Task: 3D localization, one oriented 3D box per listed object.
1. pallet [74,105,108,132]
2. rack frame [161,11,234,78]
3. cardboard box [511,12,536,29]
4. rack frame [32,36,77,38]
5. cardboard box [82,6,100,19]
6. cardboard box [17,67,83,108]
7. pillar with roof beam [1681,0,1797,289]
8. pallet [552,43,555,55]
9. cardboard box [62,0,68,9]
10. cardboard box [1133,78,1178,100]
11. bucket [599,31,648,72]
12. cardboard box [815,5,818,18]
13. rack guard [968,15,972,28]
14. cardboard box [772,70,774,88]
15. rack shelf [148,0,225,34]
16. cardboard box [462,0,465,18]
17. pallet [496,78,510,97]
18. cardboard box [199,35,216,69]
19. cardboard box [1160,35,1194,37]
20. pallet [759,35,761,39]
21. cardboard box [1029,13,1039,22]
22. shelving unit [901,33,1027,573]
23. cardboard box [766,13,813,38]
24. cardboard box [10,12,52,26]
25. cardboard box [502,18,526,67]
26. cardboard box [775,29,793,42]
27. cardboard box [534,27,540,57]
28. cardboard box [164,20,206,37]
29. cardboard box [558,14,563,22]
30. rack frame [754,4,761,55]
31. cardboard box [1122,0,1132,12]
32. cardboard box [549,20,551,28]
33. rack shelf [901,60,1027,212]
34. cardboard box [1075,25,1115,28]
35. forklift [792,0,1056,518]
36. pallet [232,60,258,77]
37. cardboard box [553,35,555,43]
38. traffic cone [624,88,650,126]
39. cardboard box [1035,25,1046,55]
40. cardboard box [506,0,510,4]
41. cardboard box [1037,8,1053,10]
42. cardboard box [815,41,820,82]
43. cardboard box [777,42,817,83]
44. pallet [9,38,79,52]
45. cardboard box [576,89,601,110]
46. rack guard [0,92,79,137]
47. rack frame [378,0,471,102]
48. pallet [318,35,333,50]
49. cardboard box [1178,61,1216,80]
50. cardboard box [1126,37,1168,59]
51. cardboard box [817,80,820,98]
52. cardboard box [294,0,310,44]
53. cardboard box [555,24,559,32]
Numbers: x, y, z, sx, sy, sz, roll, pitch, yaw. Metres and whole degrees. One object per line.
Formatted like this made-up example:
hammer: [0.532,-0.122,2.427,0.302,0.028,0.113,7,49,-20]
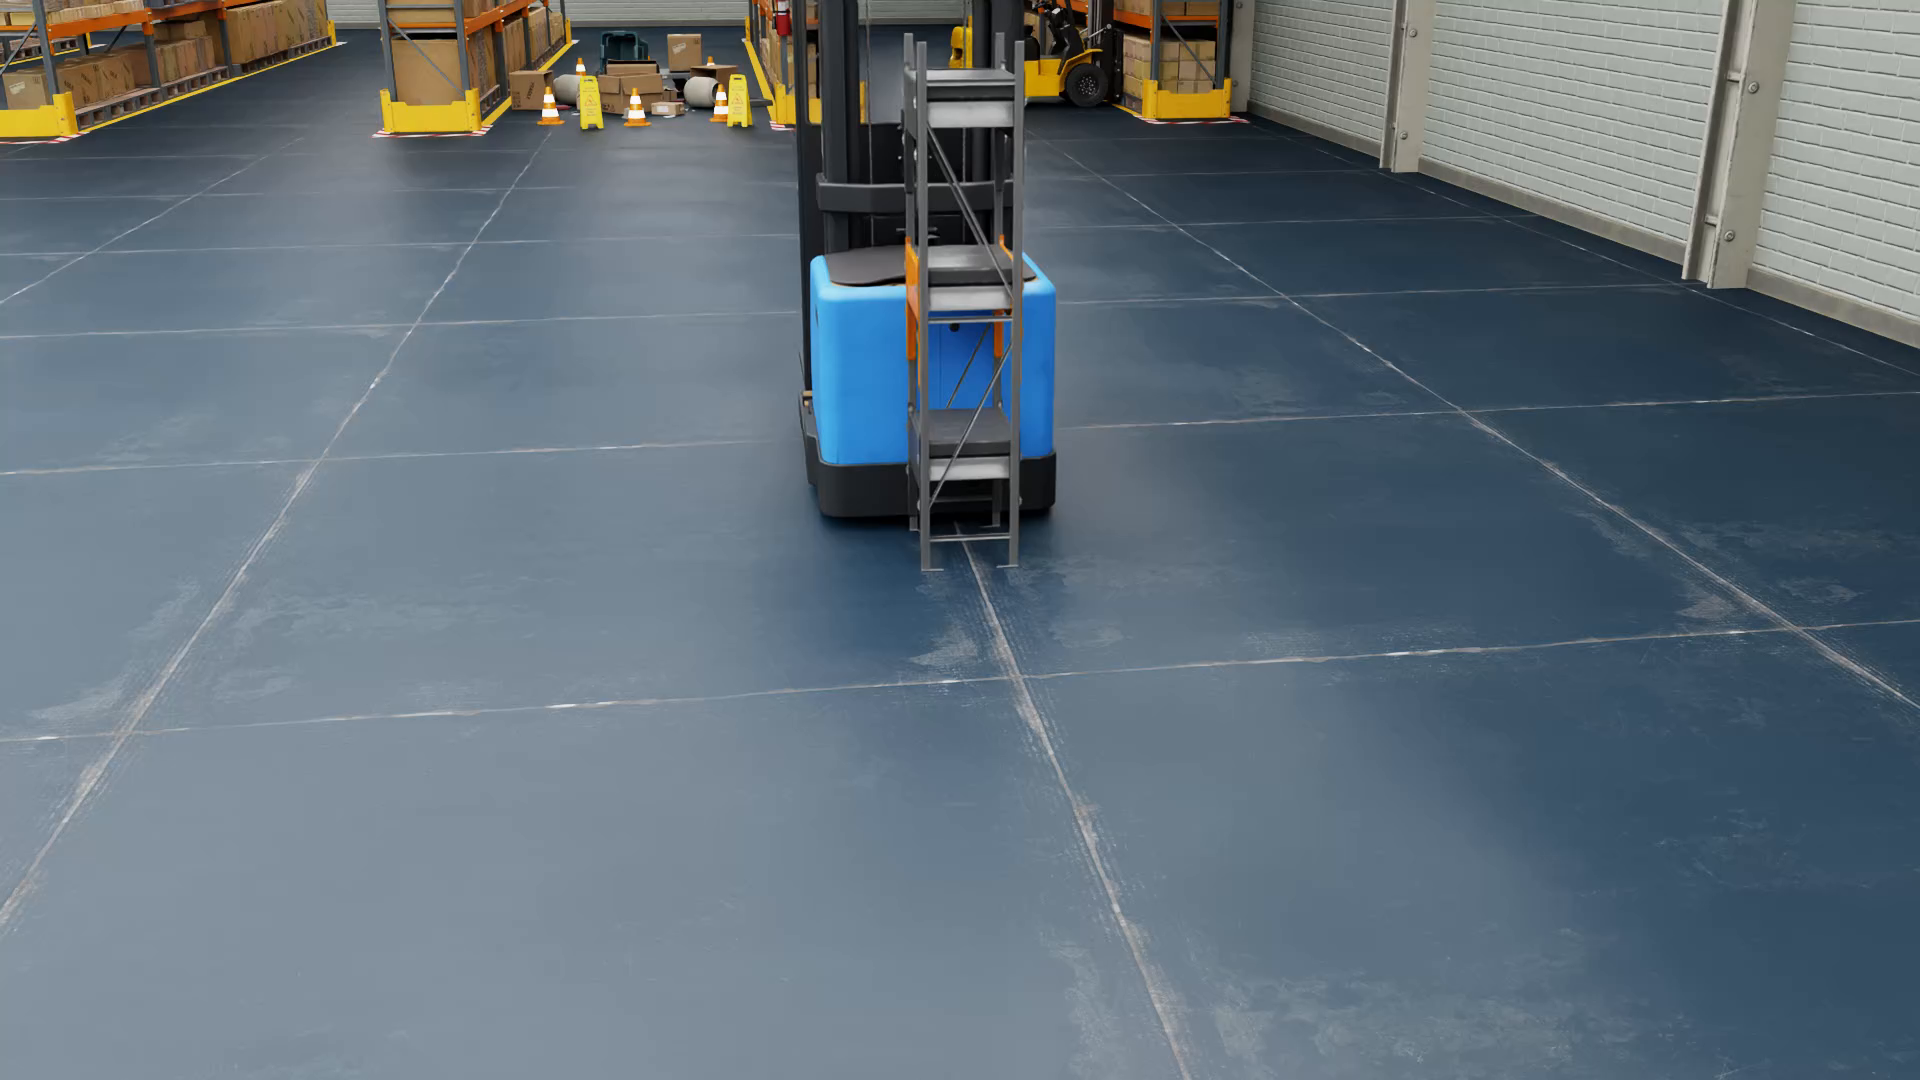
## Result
pallet: [-11.736,-5.434,21.463,1.003,0.211,1.213,-3,21,-8]
rack frame: [-12.796,-9.200,27.562,1.000,3.000,0.127,-3,21,-8]
cardboard box: [-7.807,-9.219,29.513,0.500,0.250,0.500,-3,21,-8]
rack frame: [-18.851,-11.720,34.310,1.000,3.000,0.127,-3,21,-8]
cardboard box: [-11.569,-6.948,21.890,0.380,0.149,0.250,-3,21,-8]
cardboard box: [-11.837,-5.879,21.641,0.500,0.500,0.500,2,21,6]
pillar with roof beam: [1.336,-5.907,10.170,9.100,9.000,0.400,-3,21,-8]
pallet: [-8.582,-9.725,32.952,1.003,0.211,1.213,-3,21,-8]
cardboard box: [-11.886,-6.976,21.038,0.875,0.500,0.500,-3,21,-8]
cardboard box: [2.694,-6.237,22.959,0.500,0.250,0.500,-3,21,-7]
bucket: [-4.996,-7.278,24.922,0.726,0.611,0.620,4,11,11]
cardboard box: [-1.731,-7.027,22.104,0.380,0.149,0.250,-3,21,-7]
rack guard: [0.779,-11.524,37.357,1.175,0.500,0.348,-3,21,-8]
cardboard box: [-2.507,-6.822,24.523,0.500,0.250,0.500,-2,21,-5]
rack shelf: [-12.508,-8.171,25.834,1.077,0.370,4.000,-3,21,-8]
cardboard box: [-6.920,-7.031,21.541,0.875,0.550,0.550,-3,21,-8]
pallet: [-7.483,-6.988,25.623,1.003,0.211,1.213,-3,21,-8]
cardboard box: [-12.680,-8.005,27.304,0.700,0.500,0.500,-4,21,-11]
cardboard box: [3.056,-7.081,23.790,0.500,0.250,0.500,-3,21,-8]
pallet: [-3.778,-10.469,34.945,1.003,0.211,1.213,-3,21,-8]
cardboard box: [1.506,-9.806,31.229,0.380,0.149,0.250,-3,21,-9]
shelving unit: [0.010,-0.943,6.740,0.431,2.100,0.503,-3,21,-7]
cardboard box: [-3.007,-9.145,29.850,0.875,0.875,0.875,-3,21,-8]
cardboard box: [-11.448,-6.424,20.487,0.380,0.149,0.250,-3,21,-8]
cardboard box: [-7.875,-8.343,27.882,1.050,0.750,0.750,-3,21,-8]
cardboard box: [-2.330,-6.882,22.686,0.380,0.149,0.250,-2,21,-6]
cardboard box: [-7.799,-8.873,29.658,0.500,0.500,0.500,-3,21,-7]
cardboard box: [-12.670,-8.356,27.175,0.500,0.250,0.500,-2,21,-6]
cardboard box: [-8.557,-10.982,34.956,0.380,0.149,0.250,-3,21,-9]
rack frame: [-3.566,-11.085,32.609,1.000,3.000,0.127,-3,21,-8]
cardboard box: [2.604,-7.743,23.519,0.500,0.500,0.500,-3,21,-9]
cardboard box: [-8.276,-10.168,32.778,0.380,0.149,0.250,-2,21,-5]
rack shelf: [0.010,-1.586,6.500,0.431,0.518,0.480,-3,21,-7]
cardboard box: [2.197,-8.361,28.108,0.875,0.625,0.625,-4,21,-10]
forklift: [-0.275,-1.947,8.241,1.130,2.935,3.031,-3,21,-7]
pallet: [-12.835,-8.171,28.791,1.003,0.211,1.213,-3,21,-8]
cardboard box: [-8.223,-9.896,32.899,0.380,0.149,0.250,-2,21,-6]
traffic cone: [-4.225,-5.652,21.688,0.336,0.463,0.334,-3,21,-8]
cardboard box: [1.648,-9.113,30.301,0.500,0.500,0.500,-2,21,-6]
cardboard box: [-7.180,-8.448,25.405,0.500,0.500,0.500,-3,21,-7]
cardboard box: [1.726,-10.463,32.987,0.380,0.149,0.250,-3,21,-8]
cardboard box: [-1.683,-6.492,22.568,0.500,0.500,0.500,-4,21,-10]
cardboard box: [-2.210,-6.455,22.468,0.500,0.500,0.500,-3,21,-7]
pallet: [-18.770,-10.127,34.028,1.003,0.211,1.213,-3,21,-8]
cardboard box: [-5.227,-6.248,23.564,0.396,0.266,0.258,1,20,2]
rack guard: [-11.654,-5.286,20.654,1.175,0.500,0.348,-3,21,-8]
rack frame: [-6.720,-6.646,20.722,1.000,3.000,0.127,-3,21,-8]
pallet: [-13.757,-10.391,34.736,1.003,0.211,1.213,-3,21,-8]
cardboard box: [3.212,-6.498,22.942,0.500,0.250,0.500,-3,21,-7]
cardboard box: [2.620,-6.879,23.248,0.500,0.250,0.500,-3,21,-7]
cardboard box: [-1.679,-6.132,22.677,0.500,0.250,0.500,-3,21,-8]
cardboard box: [-13.519,-10.331,33.026,0.875,0.875,0.875,-3,21,-8]
cardboard box: [-8.419,-10.476,34.026,0.380,0.149,0.250,-3,21,-7]
